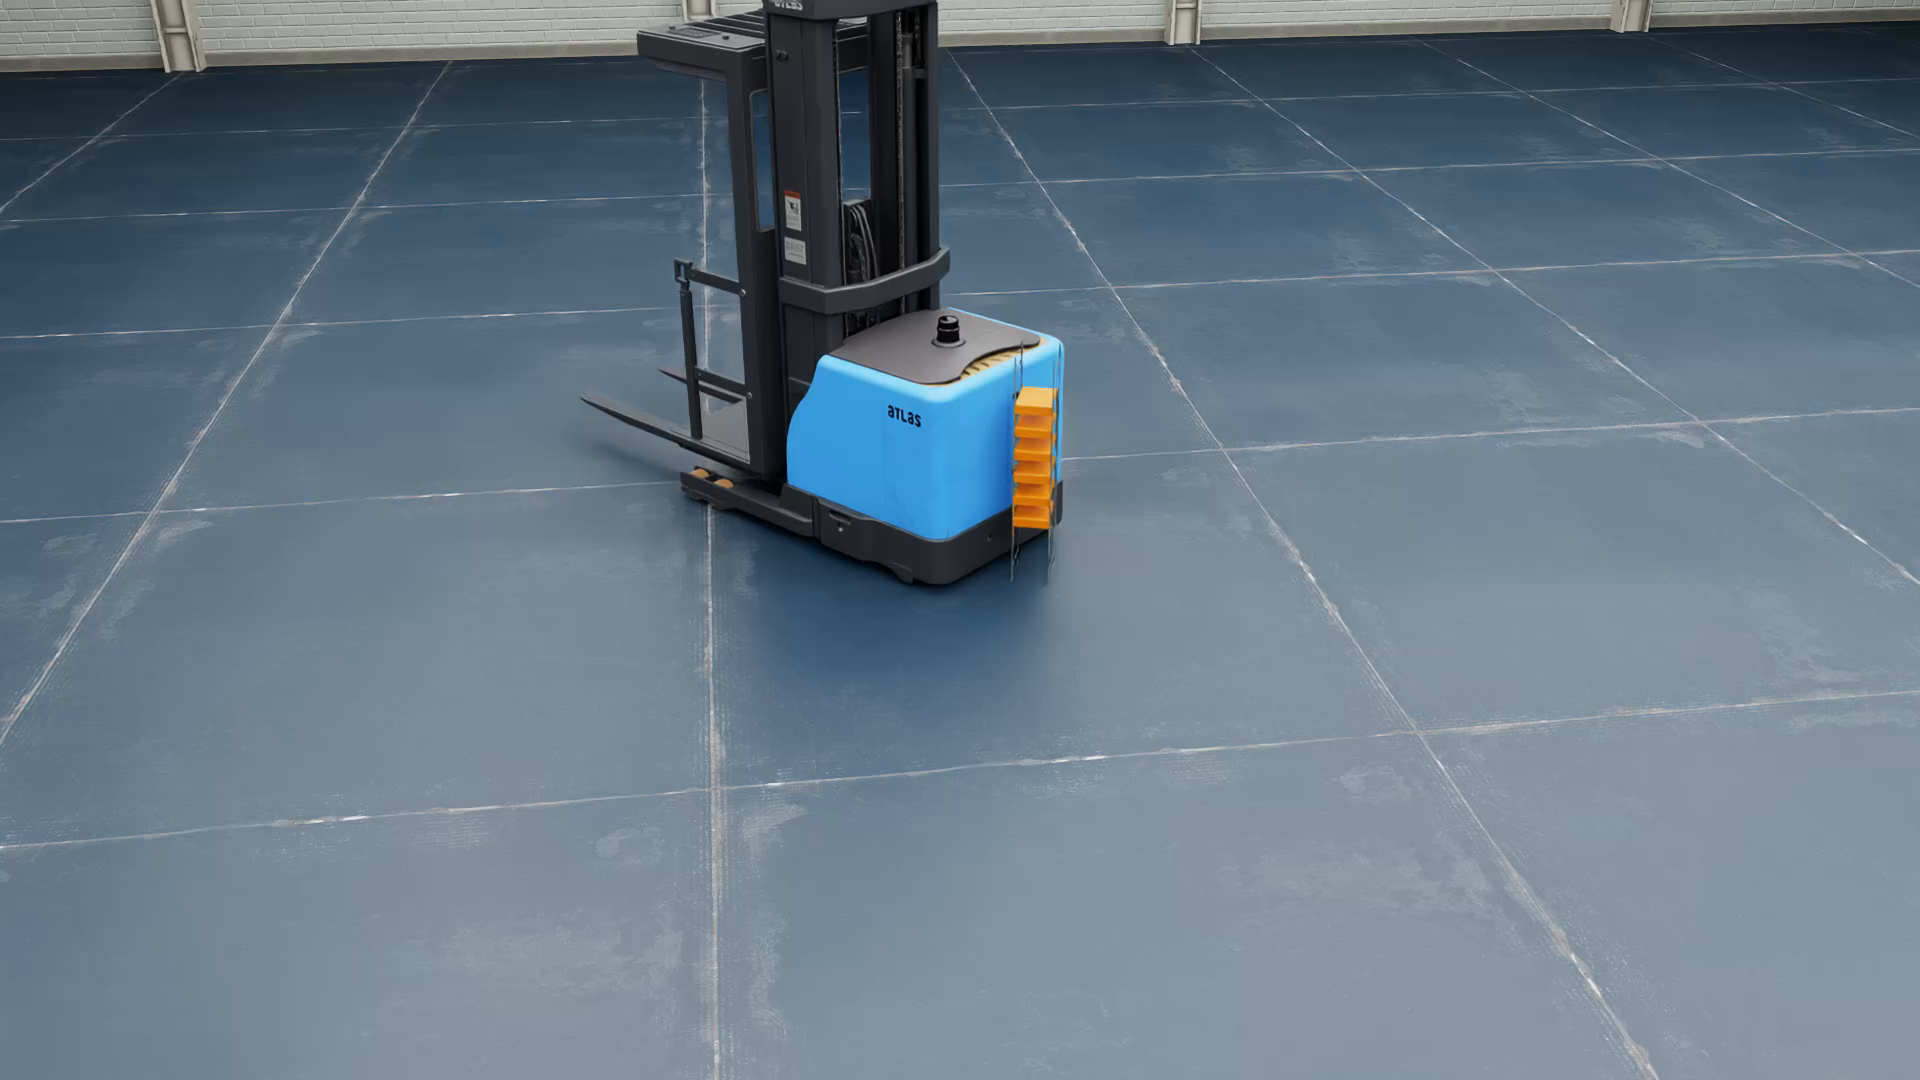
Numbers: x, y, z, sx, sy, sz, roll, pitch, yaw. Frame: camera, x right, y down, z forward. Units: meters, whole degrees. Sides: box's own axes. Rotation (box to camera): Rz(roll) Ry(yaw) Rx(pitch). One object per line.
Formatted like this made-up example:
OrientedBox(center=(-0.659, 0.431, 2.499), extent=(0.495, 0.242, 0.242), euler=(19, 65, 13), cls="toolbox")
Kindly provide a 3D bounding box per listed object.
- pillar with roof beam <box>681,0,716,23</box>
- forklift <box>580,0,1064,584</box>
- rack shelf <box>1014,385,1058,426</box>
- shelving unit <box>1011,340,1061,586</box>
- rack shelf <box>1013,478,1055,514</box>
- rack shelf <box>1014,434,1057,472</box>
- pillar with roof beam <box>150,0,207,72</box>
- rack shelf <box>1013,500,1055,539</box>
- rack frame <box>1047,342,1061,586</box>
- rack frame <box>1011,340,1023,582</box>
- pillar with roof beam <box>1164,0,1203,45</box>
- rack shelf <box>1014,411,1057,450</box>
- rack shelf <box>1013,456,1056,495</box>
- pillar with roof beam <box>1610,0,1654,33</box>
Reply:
OrientedBox(center=(-2.541, -7.966, 14.418), extent=(0.400, 9.000, 9.100), euler=(-4, 27, -7), cls="pillar with roof beam")
OrientedBox(center=(-0.907, -1.632, 8.719), extent=(3.031, 2.935, 1.130), euler=(21, 34, 35), cls="forklift")
OrientedBox(center=(0.370, -0.649, 8.008), extent=(0.180, 0.103, 0.258), euler=(5, 28, 9), cls="rack shelf")
OrientedBox(center=(0.370, -0.368, 8.152), extent=(0.189, 1.200, 0.258), euler=(5, 28, 9), cls="shelving unit")
OrientedBox(center=(0.370, -0.221, 8.227), extent=(0.180, 0.103, 0.258), euler=(5, 28, 9), cls="rack shelf")
OrientedBox(center=(0.370, -0.435, 8.118), extent=(0.180, 0.103, 0.258), euler=(5, 28, 9), cls="rack shelf")
OrientedBox(center=(-8.482, -7.584, 13.674), extent=(0.400, 9.000, 9.100), euler=(-4, 27, -7), cls="pillar with roof beam")
OrientedBox(center=(0.370, -0.115, 8.282), extent=(0.180, 0.103, 0.258), euler=(5, 28, 9), cls="rack shelf")
OrientedBox(center=(0.460, -0.360, 8.138), extent=(0.006, 1.200, 0.240), euler=(5, 28, 9), cls="rack frame")
OrientedBox(center=(0.280, -0.375, 8.167), extent=(0.006, 1.200, 0.240), euler=(5, 28, 9), cls="rack frame")
OrientedBox(center=(3.401, -8.348, 15.161), extent=(0.400, 9.000, 9.100), euler=(-4, 27, -7), cls="pillar with roof beam")
OrientedBox(center=(0.370, -0.542, 8.063), extent=(0.180, 0.103, 0.258), euler=(5, 28, 9), cls="rack shelf")
OrientedBox(center=(0.370, -0.328, 8.173), extent=(0.180, 0.103, 0.258), euler=(5, 28, 9), cls="rack shelf")
OrientedBox(center=(9.342, -8.729, 15.905), extent=(0.400, 9.000, 9.100), euler=(-4, 27, -7), cls="pillar with roof beam")
